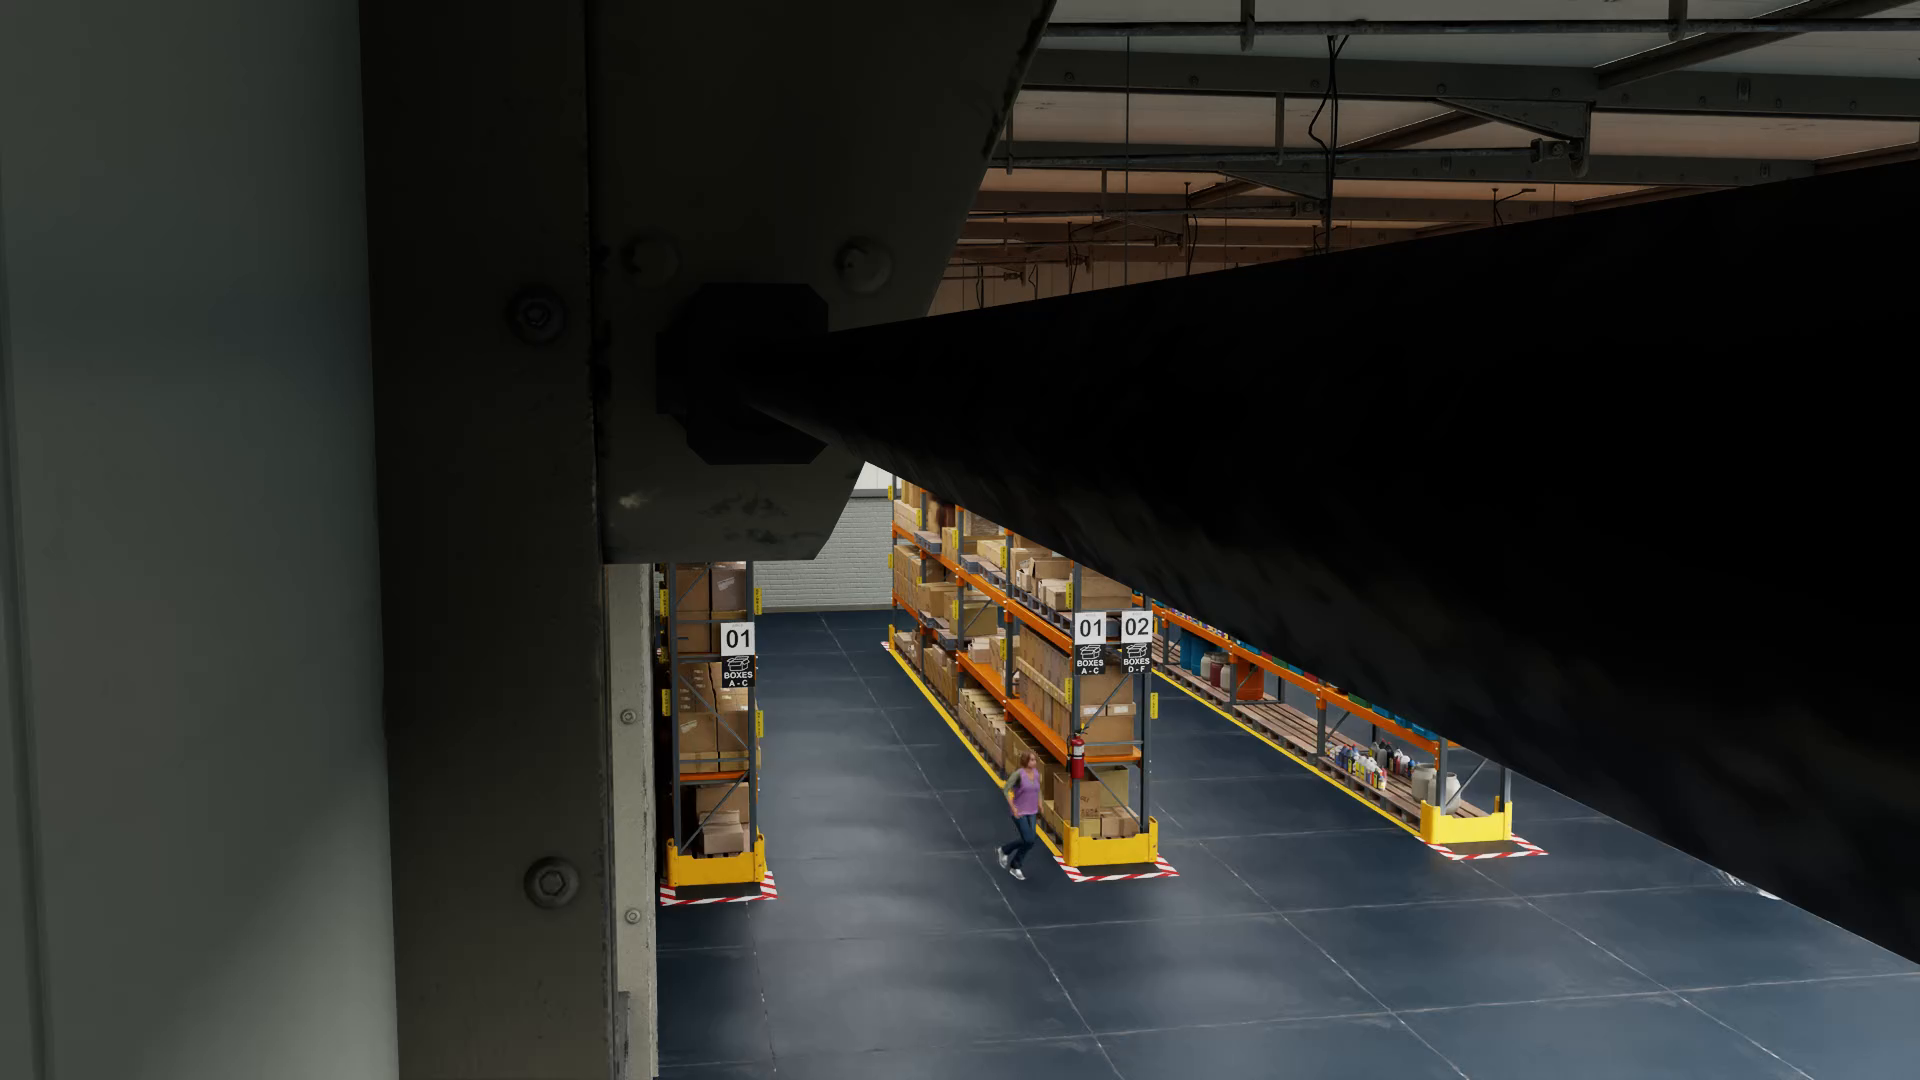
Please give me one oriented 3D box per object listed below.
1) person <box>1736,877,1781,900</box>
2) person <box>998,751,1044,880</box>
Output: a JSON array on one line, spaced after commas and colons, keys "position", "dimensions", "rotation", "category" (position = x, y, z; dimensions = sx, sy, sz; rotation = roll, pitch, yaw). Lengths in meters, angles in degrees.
[{"position": [9.424, 3.446, 19.589], "dimensions": [0.603, 1.576, 0.547], "rotation": [2, 7, 19], "category": "person"}, {"position": [0.800, 3.369, 20.466], "dimensions": [0.532, 1.562, 0.516], "rotation": [-5, 8, -41], "category": "person"}]
